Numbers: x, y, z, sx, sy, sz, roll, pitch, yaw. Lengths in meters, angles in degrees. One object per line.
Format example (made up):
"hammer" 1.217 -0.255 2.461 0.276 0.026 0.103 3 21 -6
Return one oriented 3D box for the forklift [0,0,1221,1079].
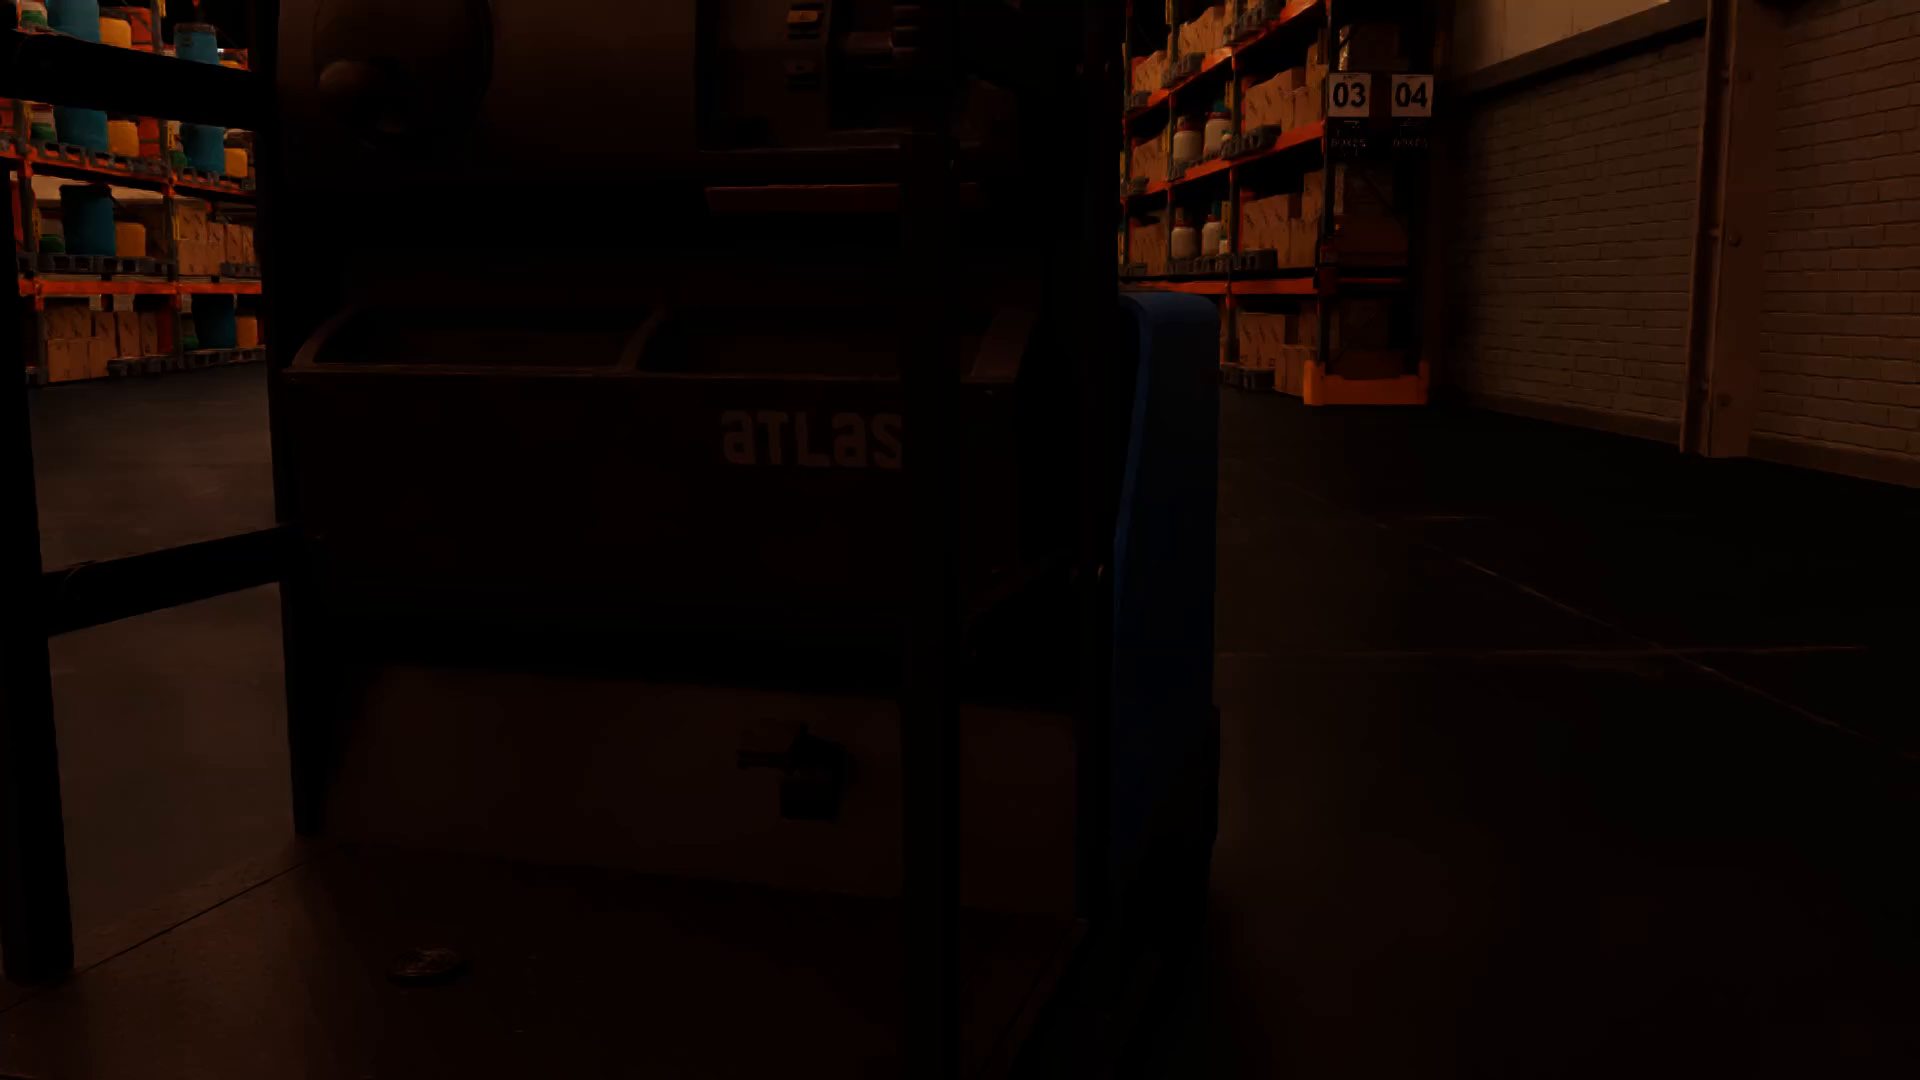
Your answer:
"forklift" -0.425 -0.650 1.709 1.130 2.935 3.031 2 9 16
